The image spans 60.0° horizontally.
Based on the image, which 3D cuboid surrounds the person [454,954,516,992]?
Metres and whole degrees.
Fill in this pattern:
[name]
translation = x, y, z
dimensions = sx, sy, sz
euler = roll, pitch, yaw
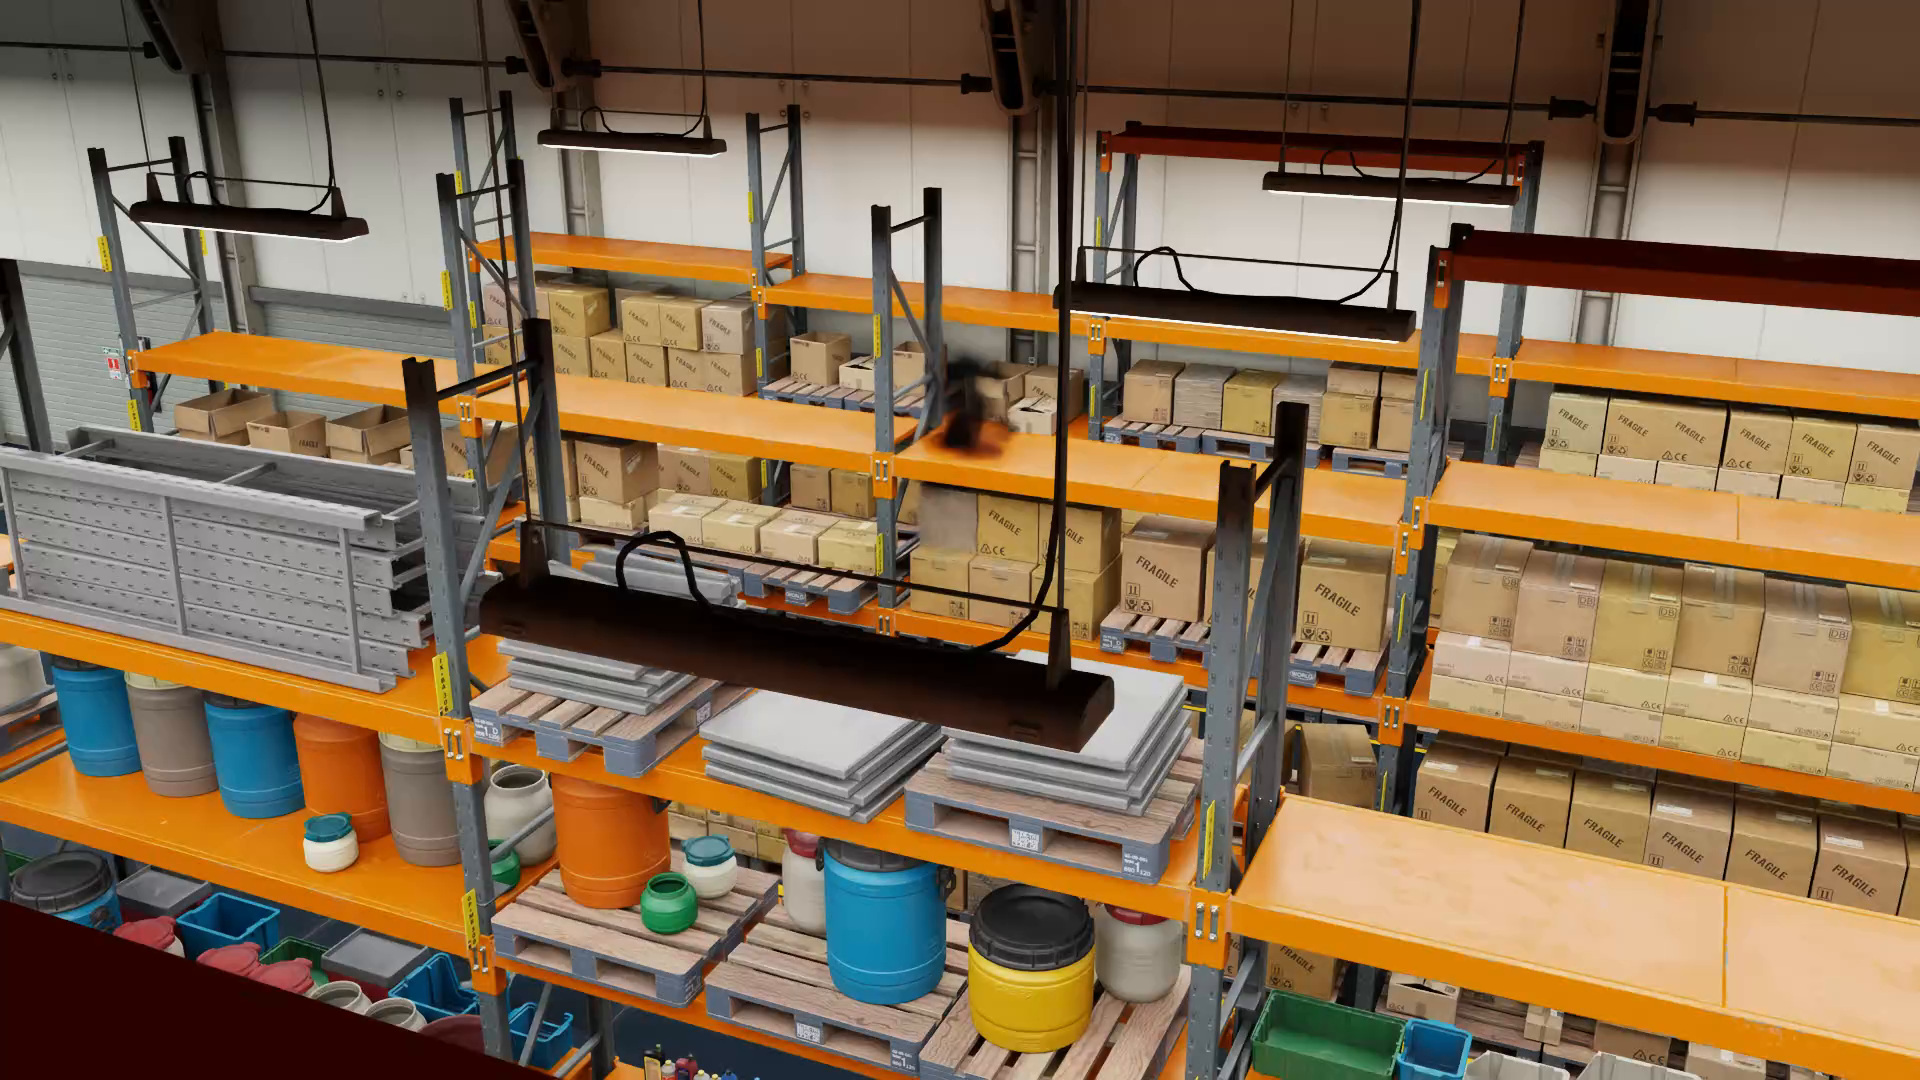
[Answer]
[person]
translation = -3.681, 2.816, 12.822
dimensions = 0.589, 1.647, 0.615
euler = 7, 22, 17
